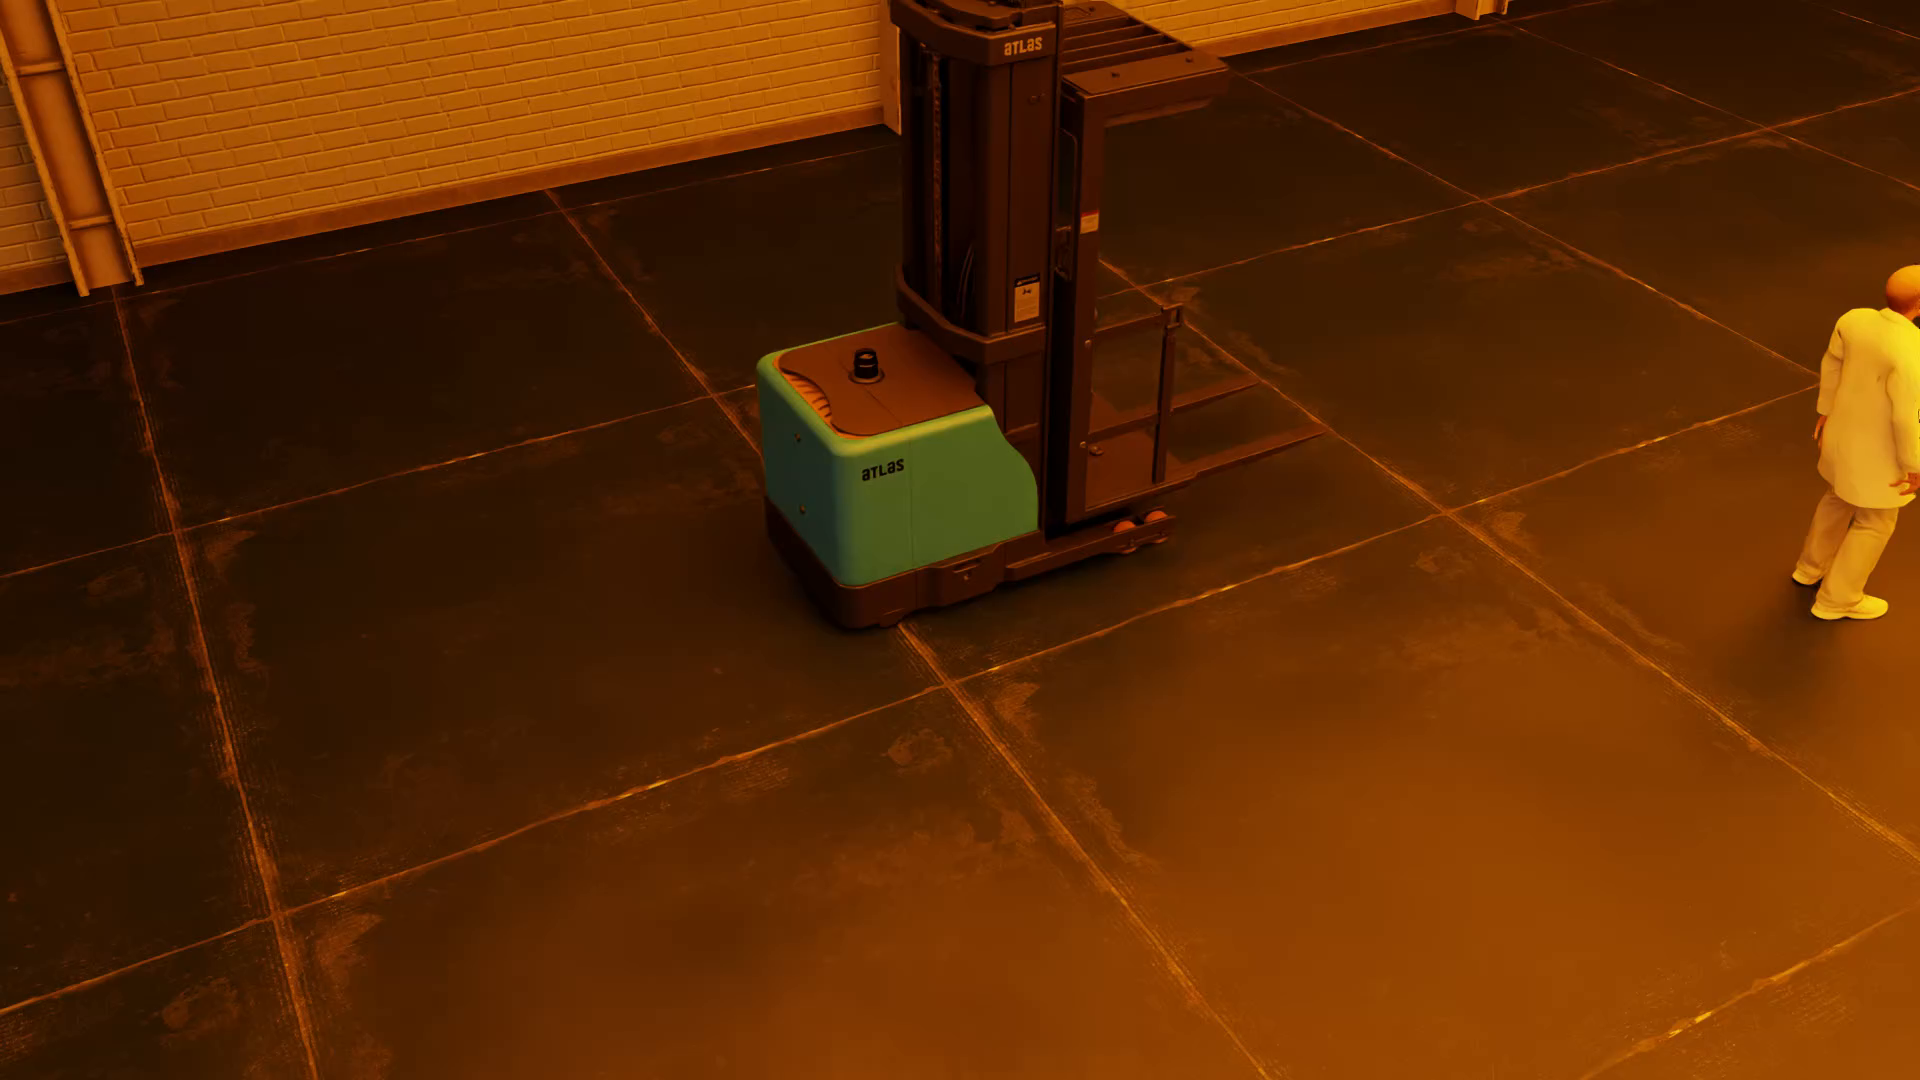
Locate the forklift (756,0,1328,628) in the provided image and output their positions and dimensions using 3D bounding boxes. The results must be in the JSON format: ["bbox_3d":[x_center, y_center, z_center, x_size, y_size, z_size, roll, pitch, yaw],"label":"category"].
[{"bbox_3d":[0.538,-1.377,8.071,3.031,2.935,1.130,-17,39,-23],"label":"forklift"}]

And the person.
[{"bbox_3d":[4.309,-0.451,7.783,0.504,1.799,0.681,-5,36,-8],"label":"person"}]
